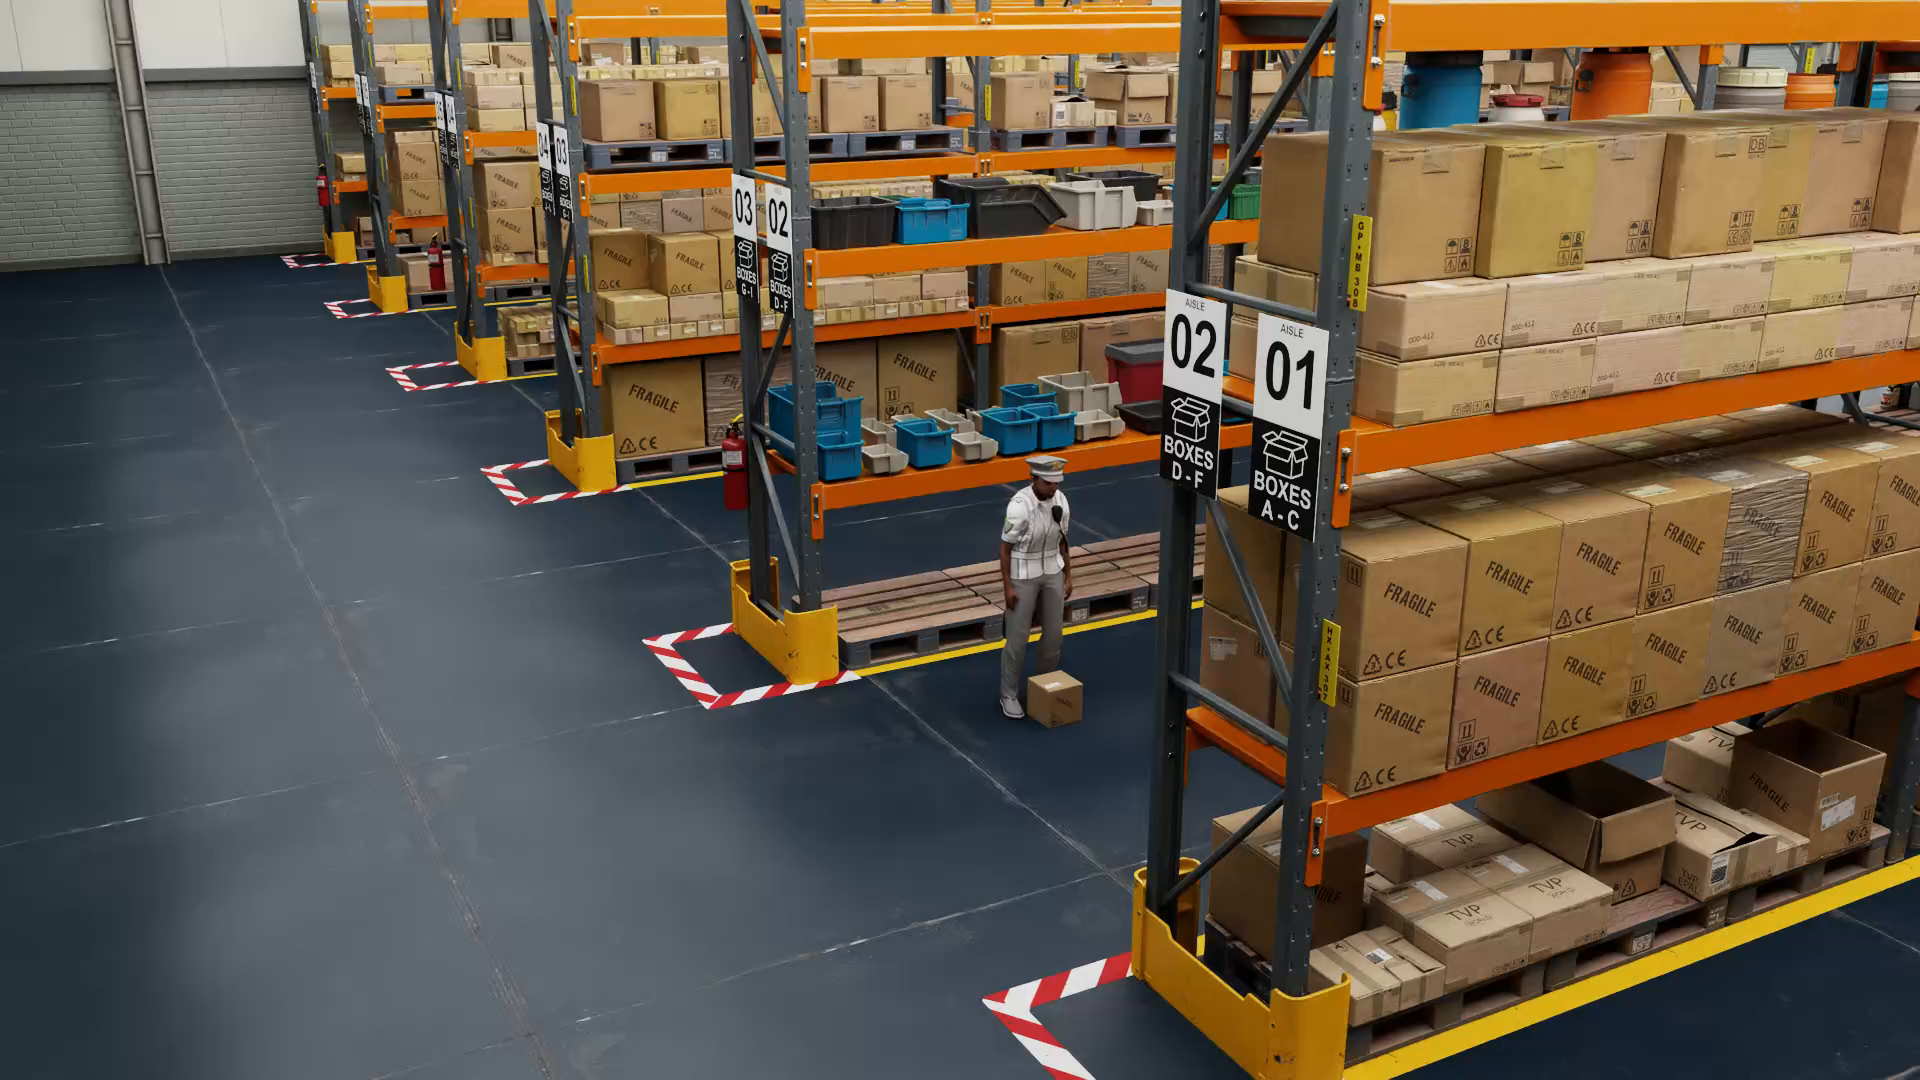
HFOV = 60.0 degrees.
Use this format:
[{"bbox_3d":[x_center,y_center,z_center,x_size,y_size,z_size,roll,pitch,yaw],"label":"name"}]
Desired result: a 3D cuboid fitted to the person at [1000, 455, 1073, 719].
[{"bbox_3d":[0.471,0.263,10.363,0.507,1.660,0.393,-10,21,-27],"label":"person"}]
